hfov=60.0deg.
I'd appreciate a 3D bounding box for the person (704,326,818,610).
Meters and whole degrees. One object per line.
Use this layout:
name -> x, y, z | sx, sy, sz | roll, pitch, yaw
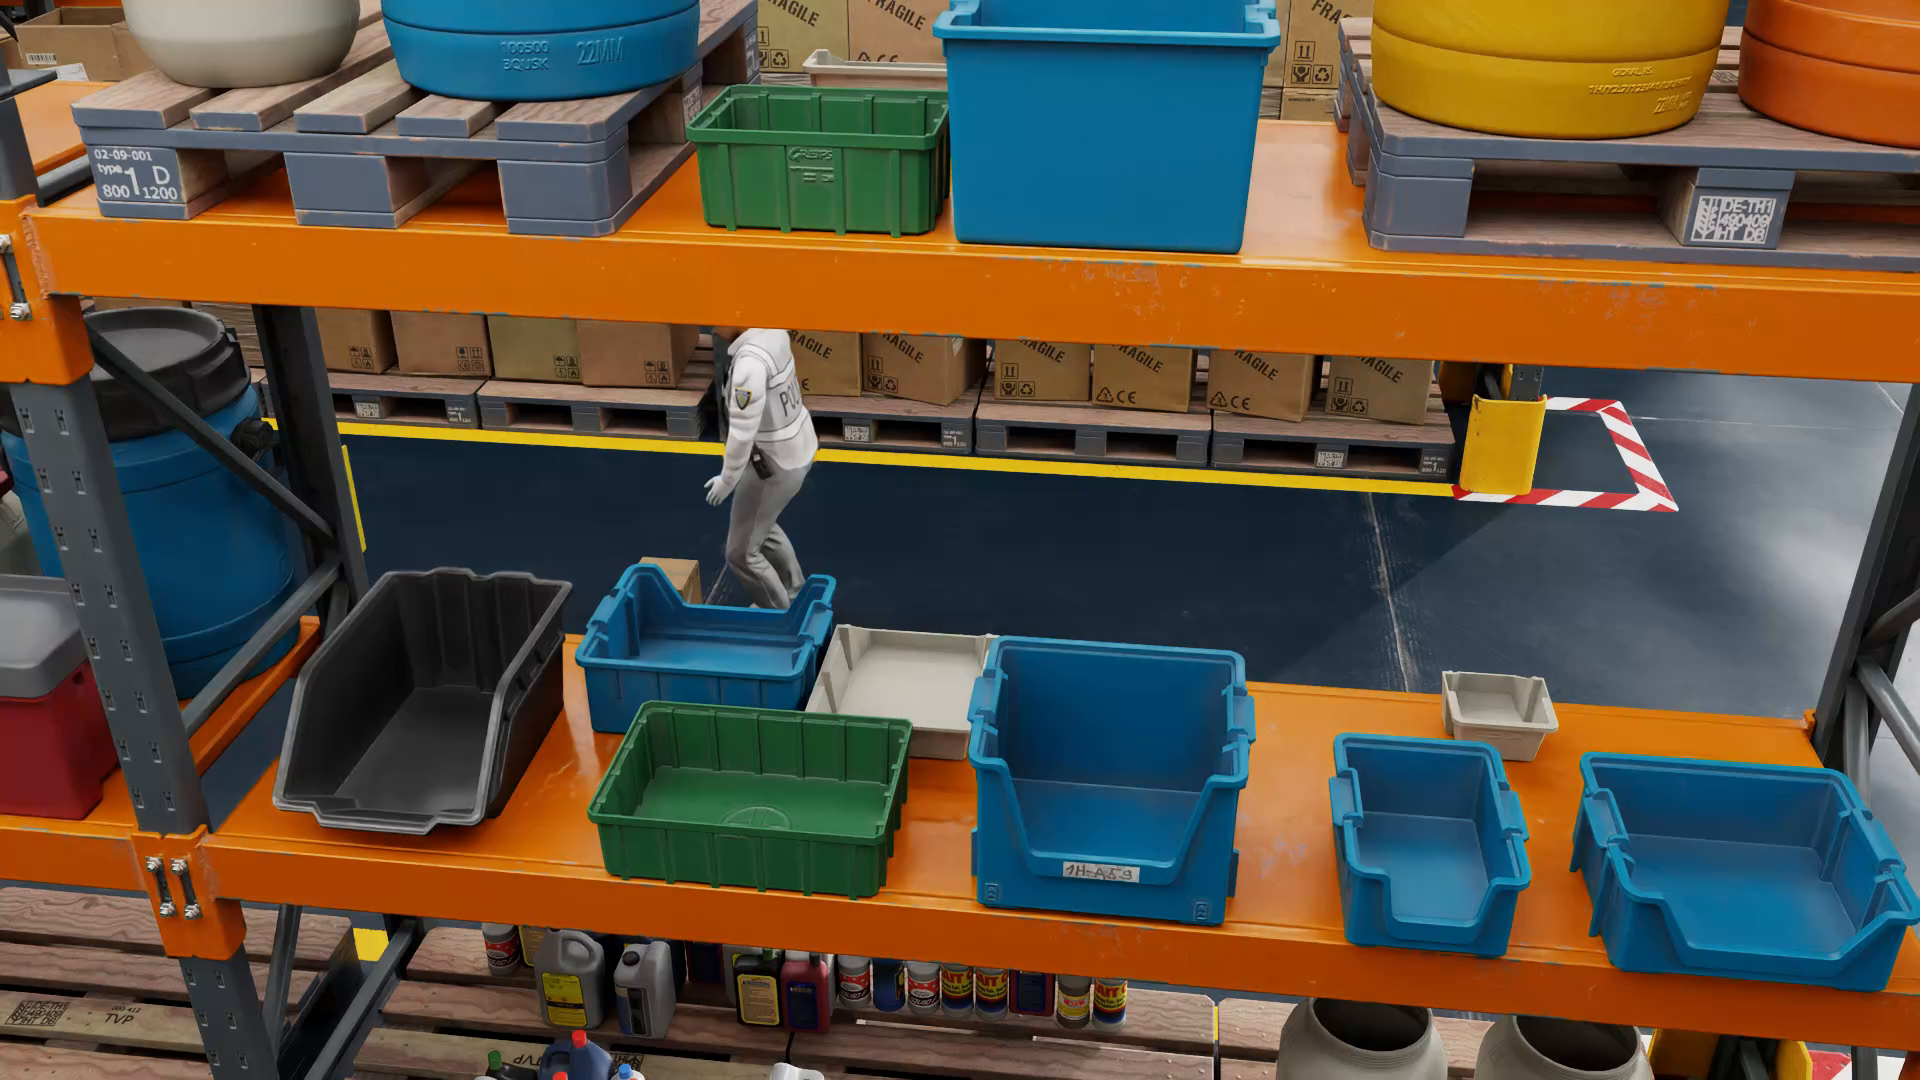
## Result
person -> -0.821, -0.306, 6.750 | 0.465, 1.616, 0.504 | 4, 29, 8
